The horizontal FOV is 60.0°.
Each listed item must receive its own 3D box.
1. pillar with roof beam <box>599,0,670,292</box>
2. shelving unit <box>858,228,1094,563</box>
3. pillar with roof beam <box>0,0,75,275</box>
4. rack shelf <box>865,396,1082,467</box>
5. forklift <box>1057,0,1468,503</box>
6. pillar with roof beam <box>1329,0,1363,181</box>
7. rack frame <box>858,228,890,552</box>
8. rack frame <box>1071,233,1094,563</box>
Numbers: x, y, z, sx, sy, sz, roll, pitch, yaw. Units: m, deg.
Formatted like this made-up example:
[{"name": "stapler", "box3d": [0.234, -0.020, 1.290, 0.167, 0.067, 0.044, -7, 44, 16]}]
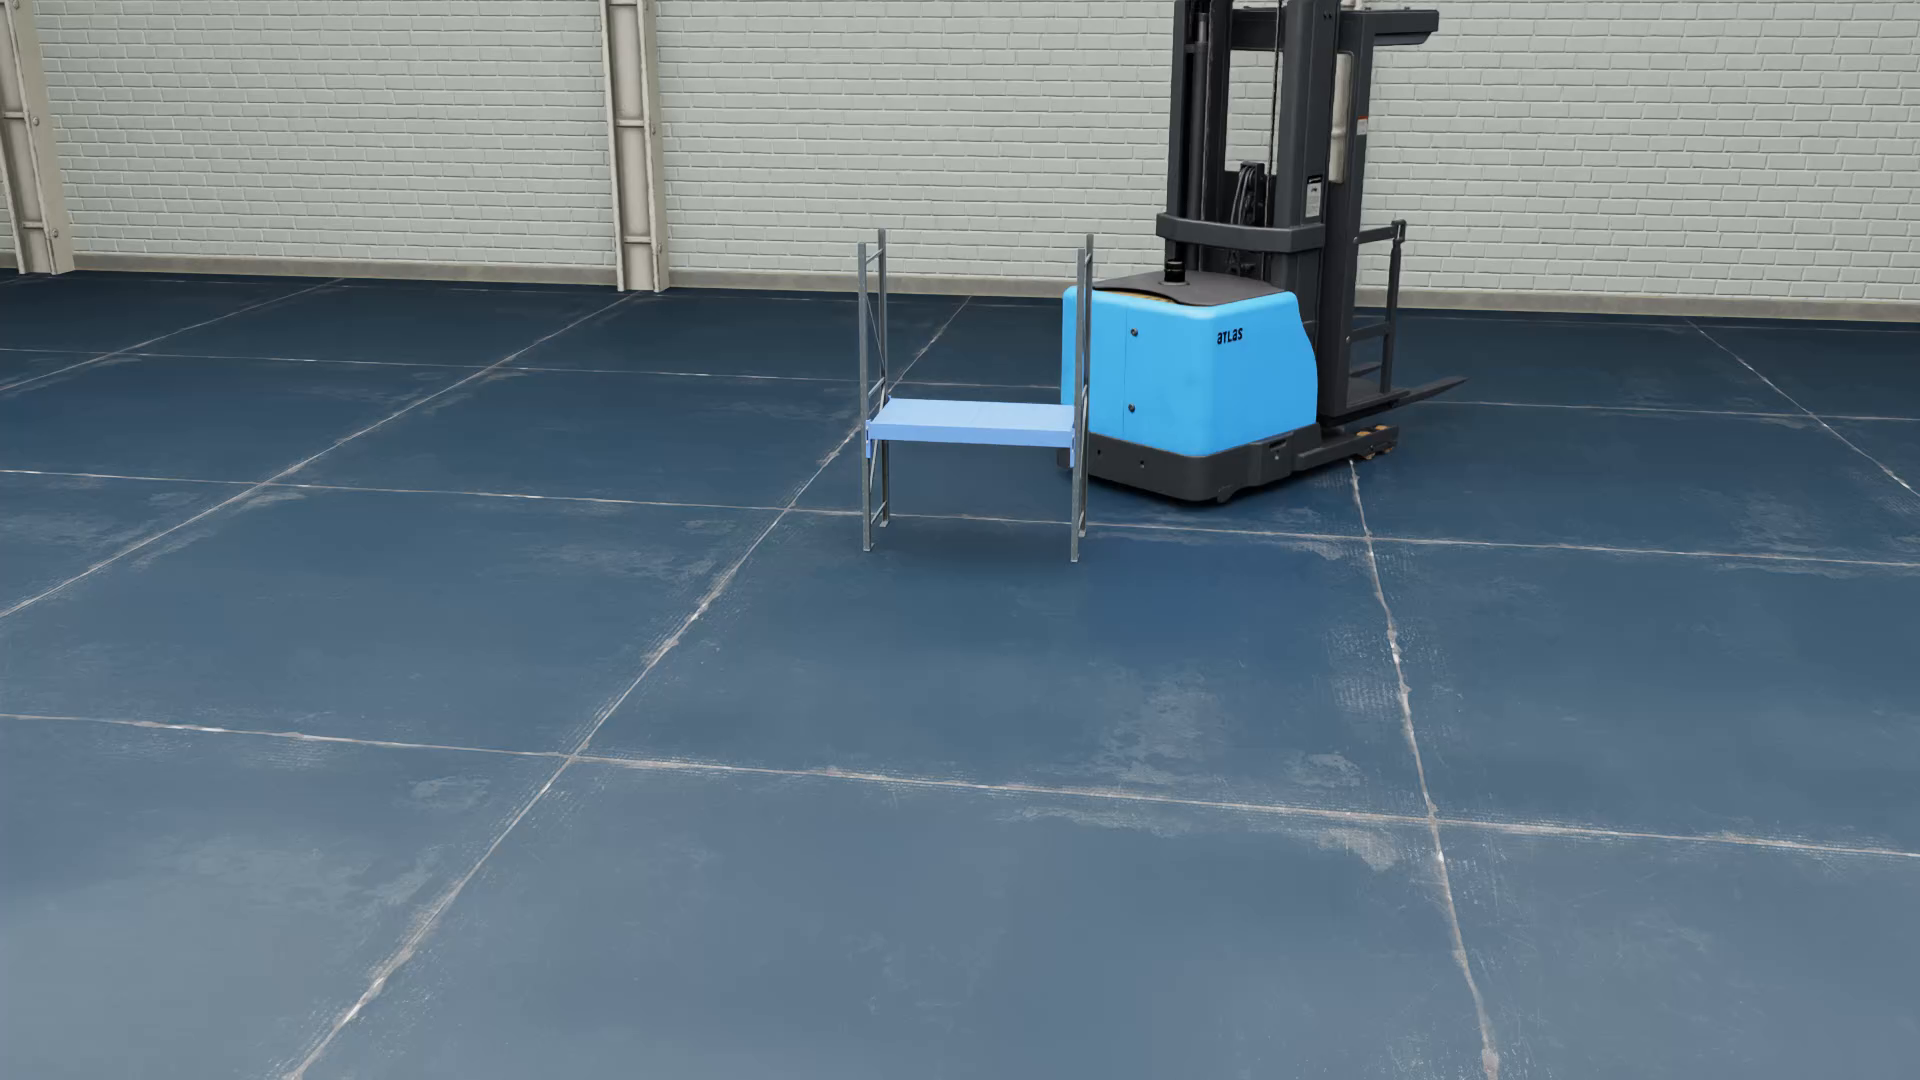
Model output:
[{"name": "pillar with roof beam", "box3d": [-3.560, -5.210, 9.692, 0.400, 9.000, 9.100, 3, 19, 9]}, {"name": "shelving unit", "box3d": [0.084, -0.707, 8.052, 1.048, 1.500, 0.538, 3, 19, 9]}, {"name": "pillar with roof beam", "box3d": [-9.484, -5.512, 10.594, 0.400, 9.000, 9.100, 3, 19, 9]}, {"name": "rack shelf", "box3d": [0.084, -0.536, 8.109, 1.000, 0.185, 0.538, 3, 19, 9]}, {"name": "forklift", "box3d": [1.955, -1.964, 9.554, 3.031, 2.935, 1.130, -17, 25, -41]}, {"name": "pillar with roof beam", "box3d": [2.364, -4.908, 8.789, 0.400, 9.000, 9.100, 3, 19, 9]}, {"name": "rack frame", "box3d": [-0.418, -0.733, 8.129, 0.032, 1.500, 0.500, 3, 19, 9]}, {"name": "rack frame", "box3d": [0.586, -0.681, 7.976, 0.032, 1.500, 0.500, 3, 19, 9]}]
